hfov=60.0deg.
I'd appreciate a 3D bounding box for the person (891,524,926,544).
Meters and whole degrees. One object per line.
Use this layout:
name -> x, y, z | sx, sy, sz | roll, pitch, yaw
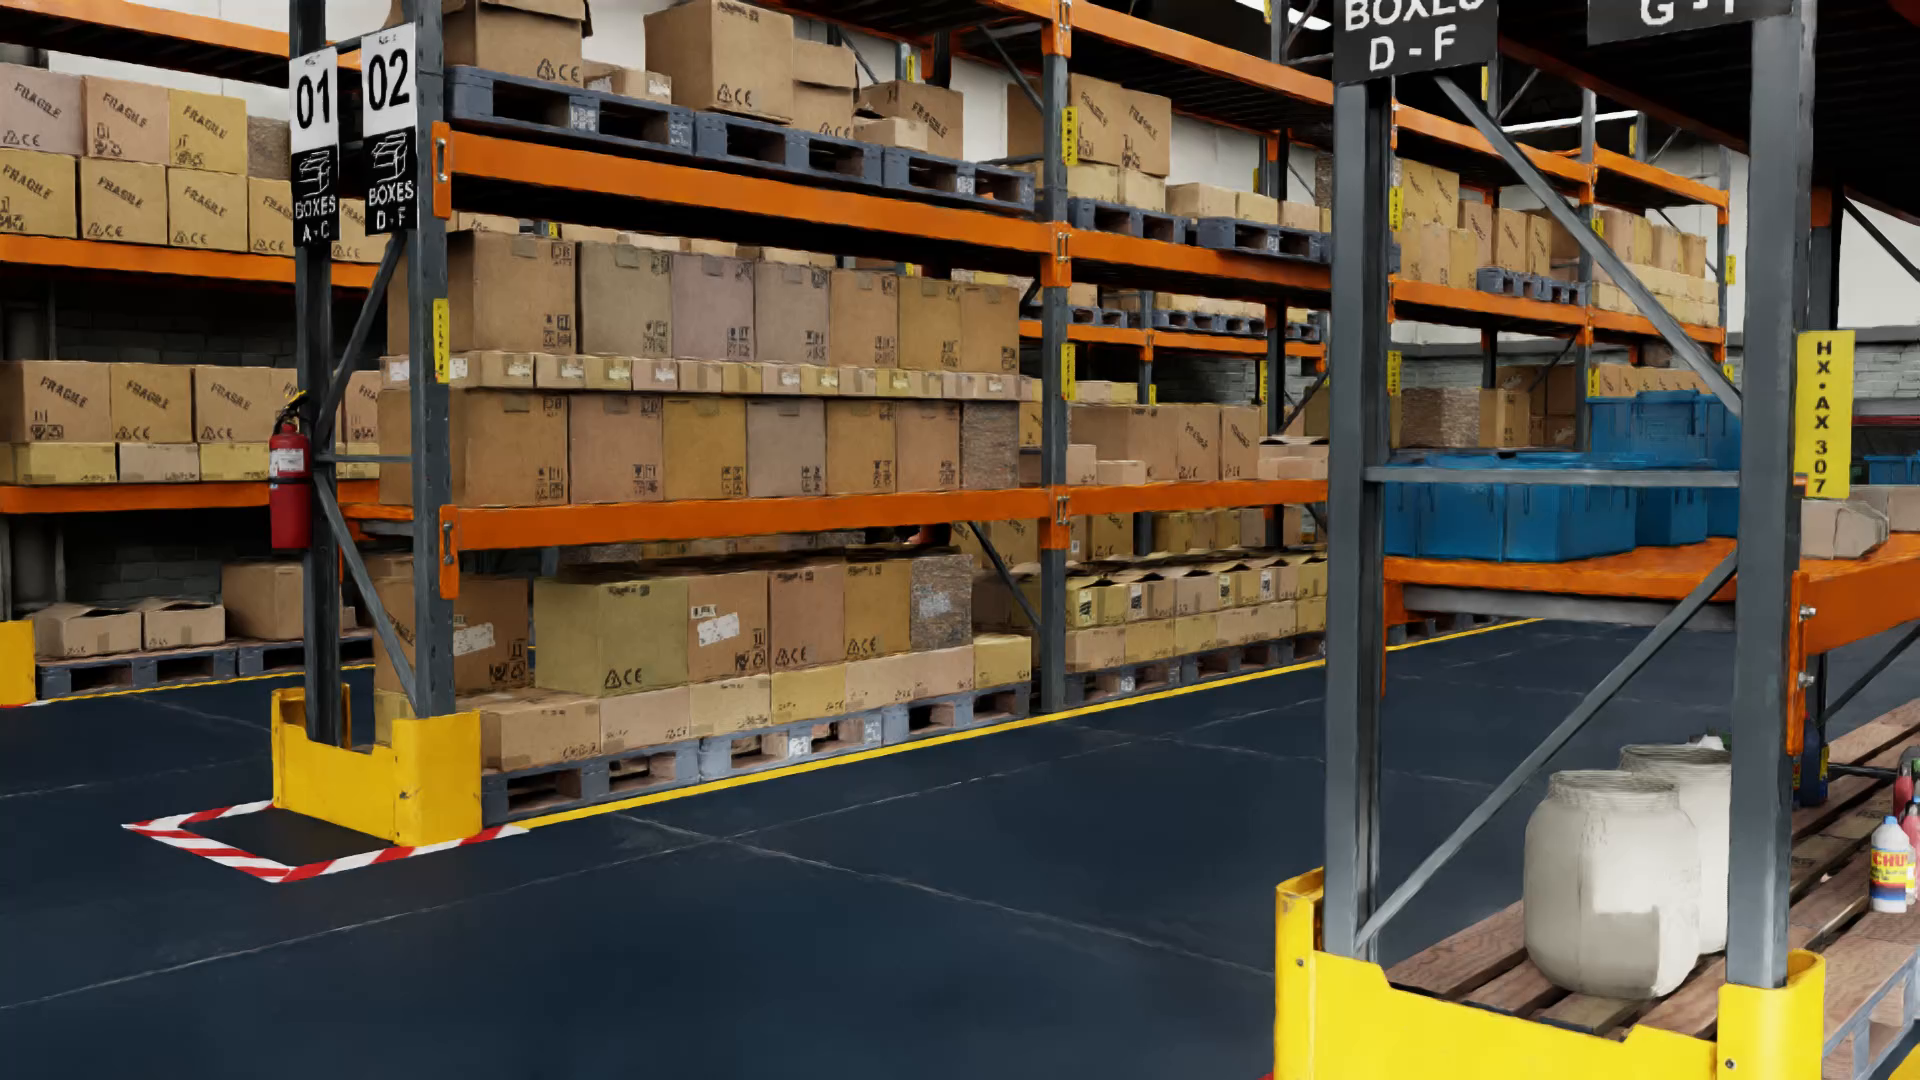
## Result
person -> -0.314, -0.028, 12.651 | 0.799, 1.688, 0.603 | -3, 5, -39
